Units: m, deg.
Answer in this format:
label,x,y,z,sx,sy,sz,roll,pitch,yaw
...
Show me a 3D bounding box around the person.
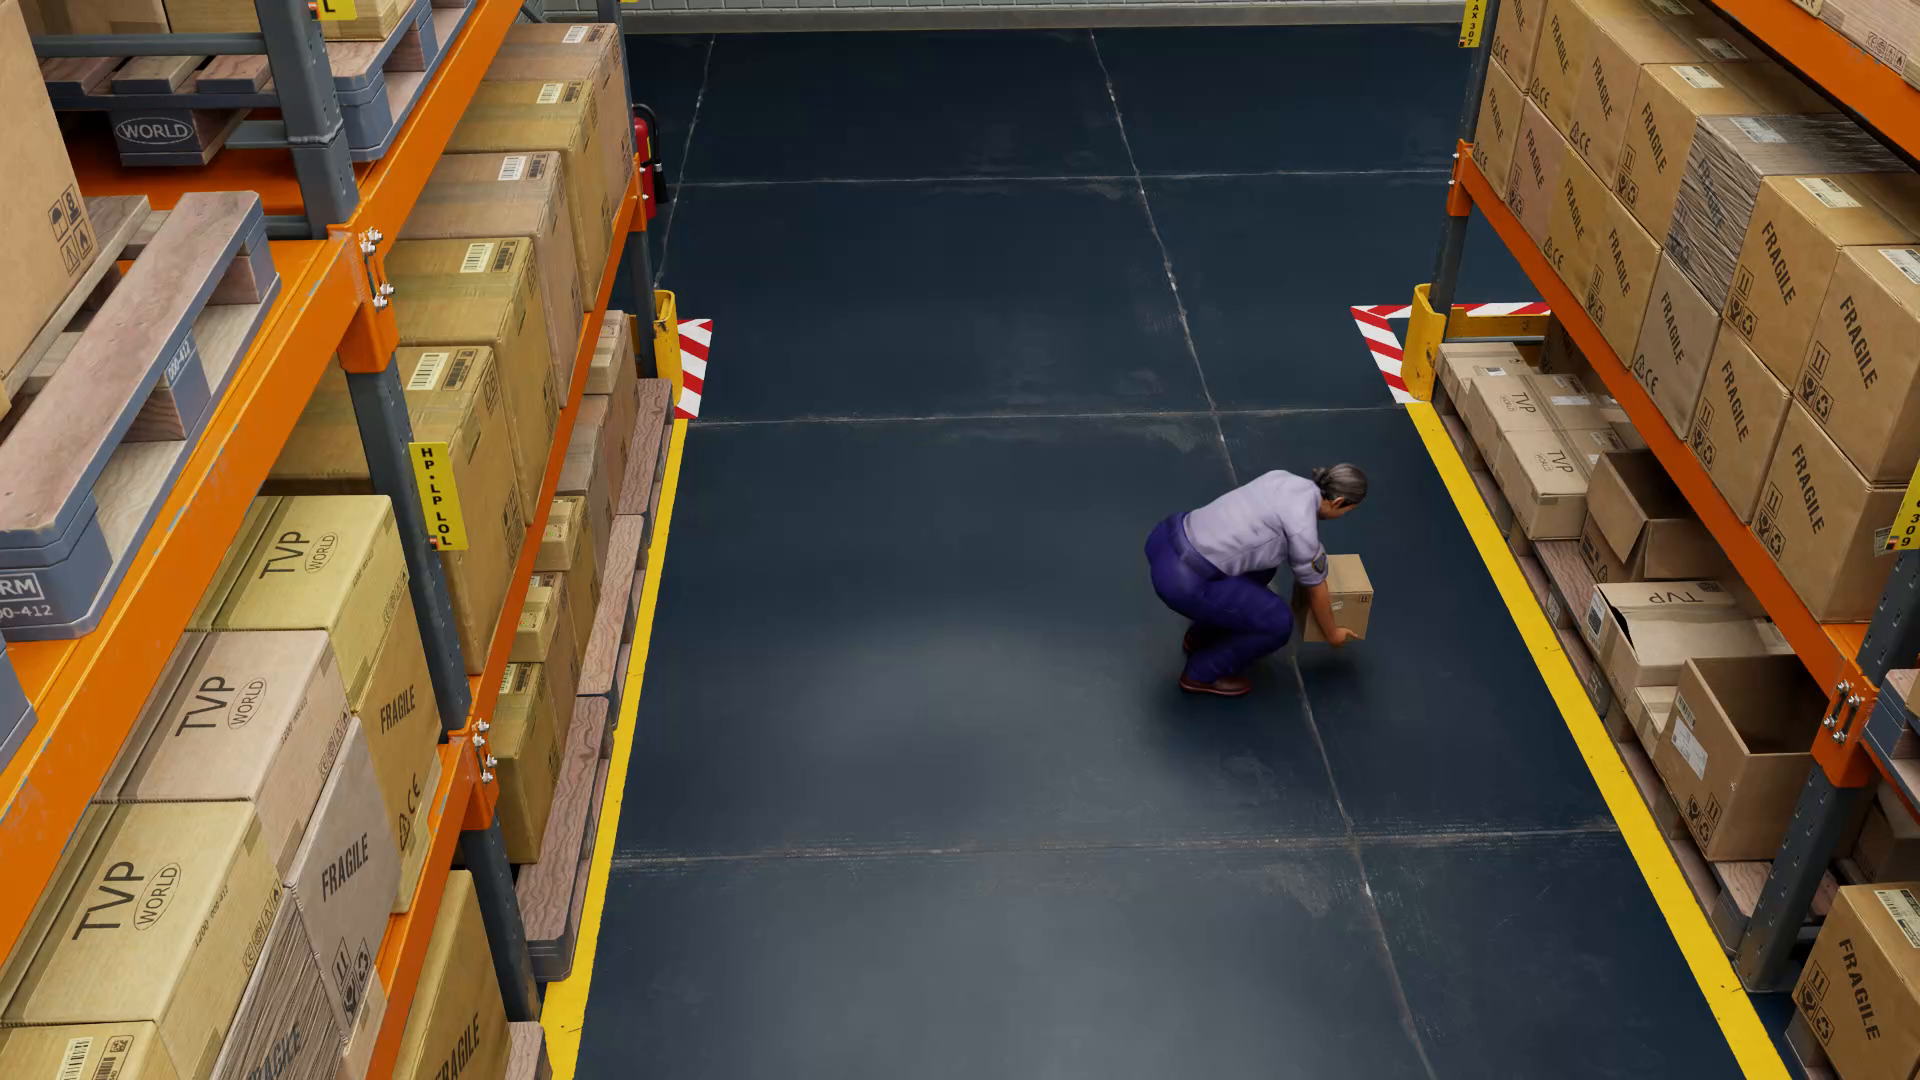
label,x,y,z,sx,sy,sz,roll,pitch,yaw
person,1.158,0.136,6.588,0.856,0.938,0.502,-3,36,-4
